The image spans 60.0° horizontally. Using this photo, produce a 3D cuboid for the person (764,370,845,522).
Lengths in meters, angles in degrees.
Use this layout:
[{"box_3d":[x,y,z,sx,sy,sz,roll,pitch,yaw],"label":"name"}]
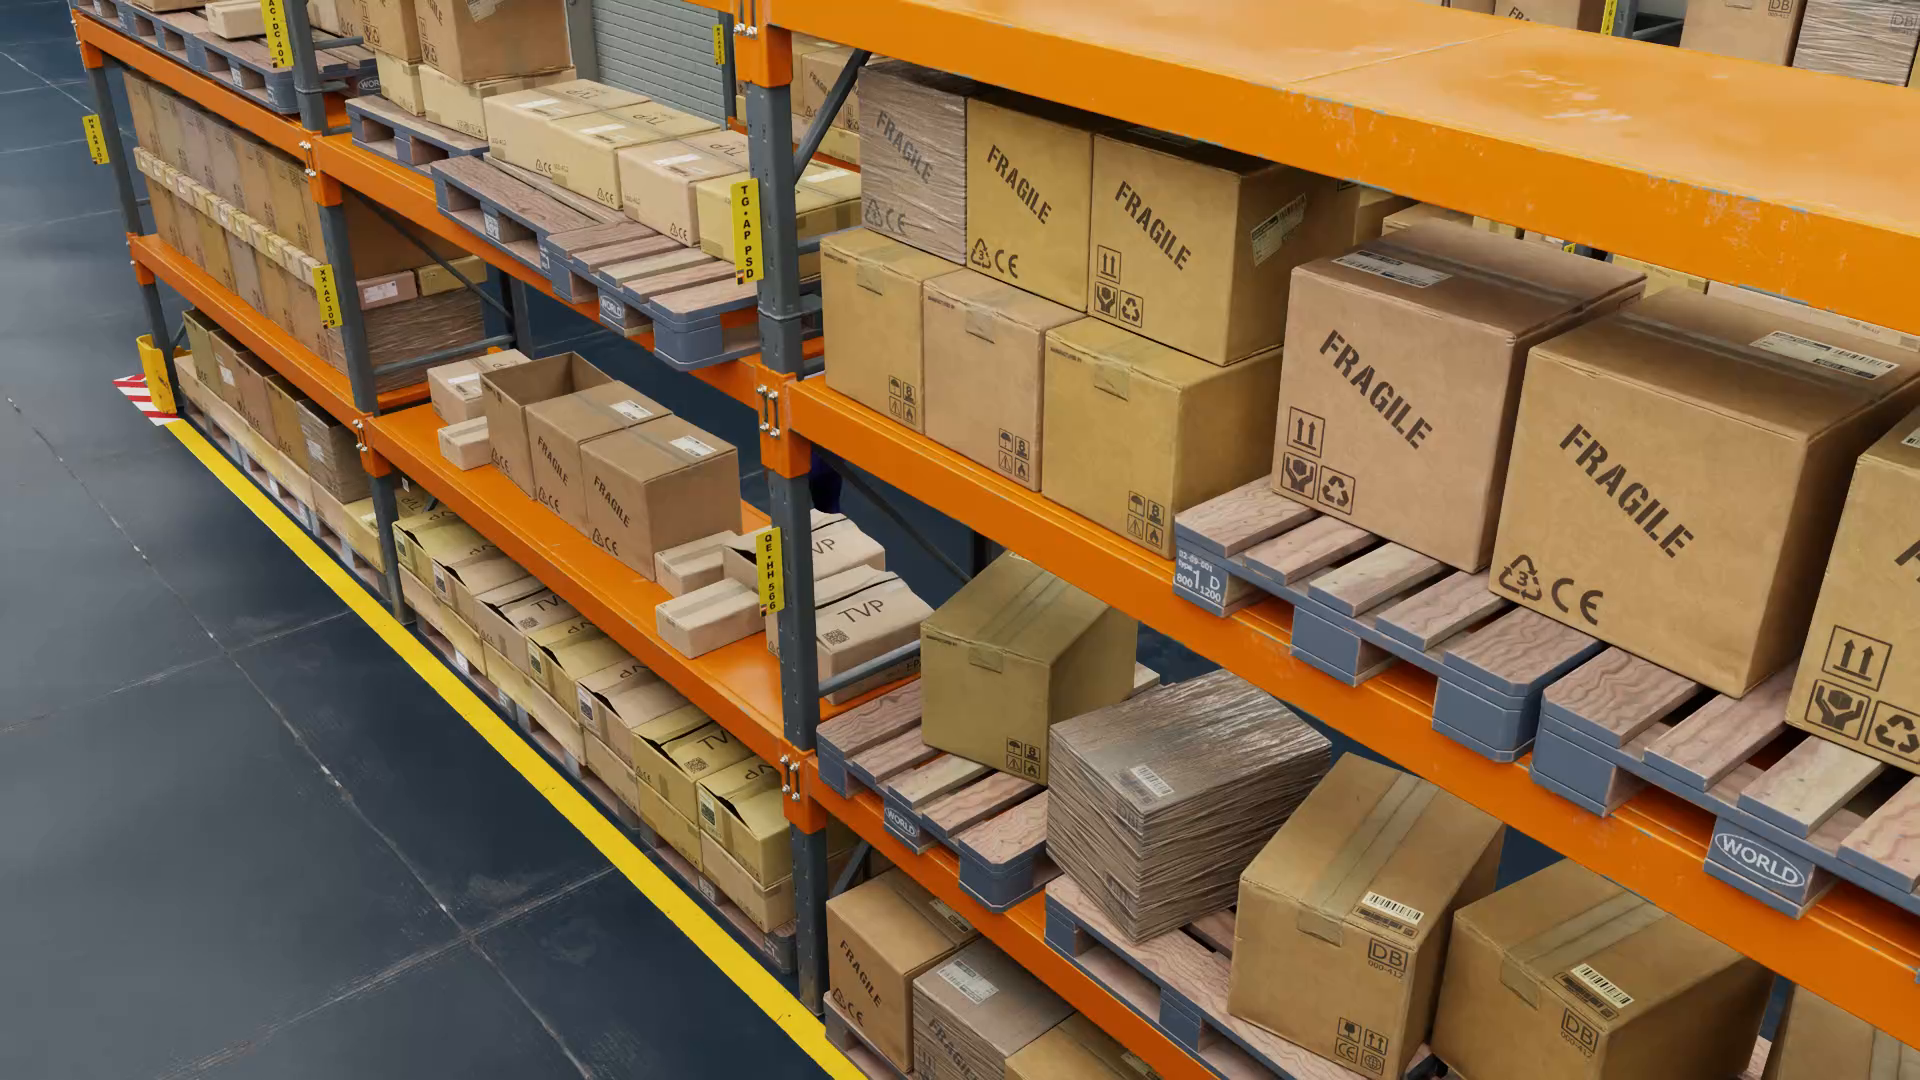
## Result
[{"box_3d":[-0.894,-0.476,9.513,0.546,1.651,0.415,-22,36,-35],"label":"person"}]
